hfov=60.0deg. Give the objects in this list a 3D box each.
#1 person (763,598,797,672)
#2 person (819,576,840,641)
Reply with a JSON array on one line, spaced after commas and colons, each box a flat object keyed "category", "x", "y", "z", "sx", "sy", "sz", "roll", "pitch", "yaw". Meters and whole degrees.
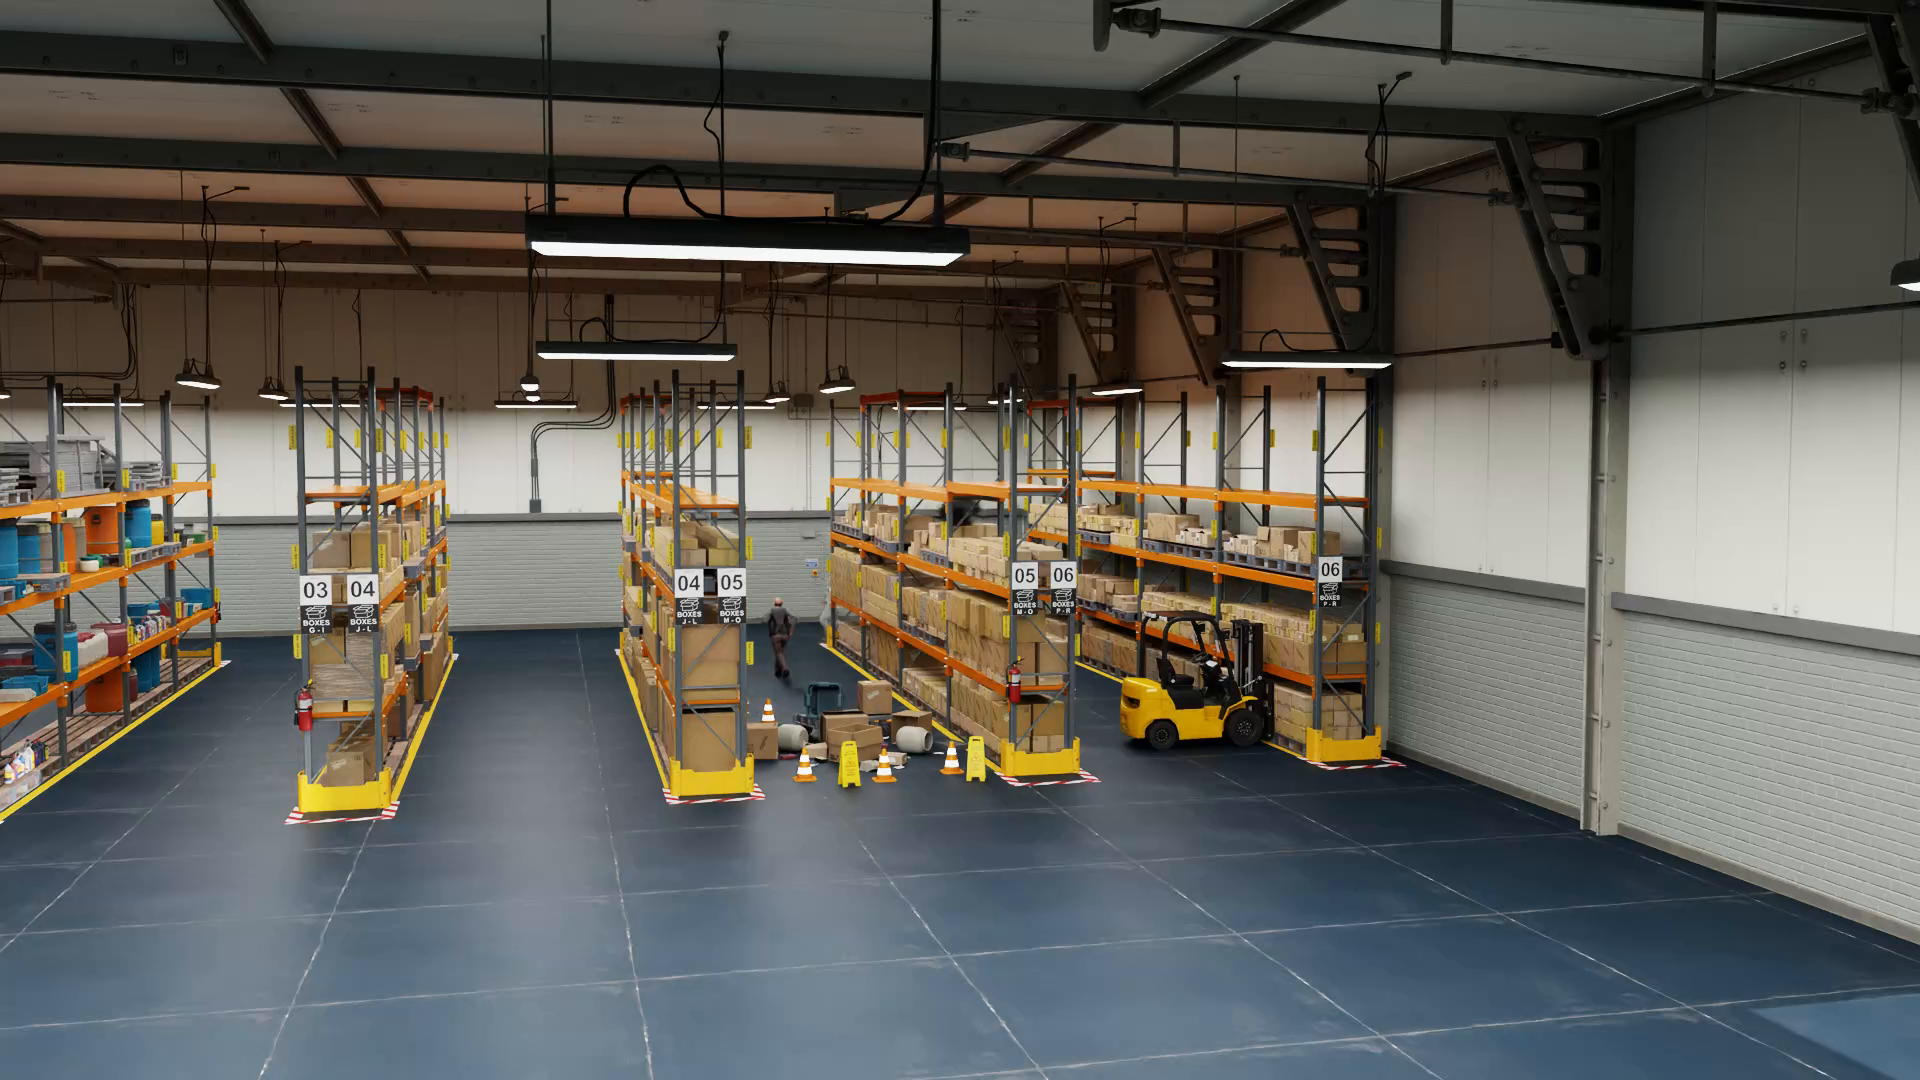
[{"category": "person", "x": -3.741, "y": 2.002, "z": 34.752, "sx": 0.657, "sy": 1.559, "sz": 0.957, "roll": -2, "pitch": 4, "yaw": -26}, {"category": "person", "x": -3.185, "y": 1.727, "z": 41.545, "sx": 0.663, "sy": 1.665, "sz": 0.675, "roll": 0, "pitch": 3, "yaw": -1}]
